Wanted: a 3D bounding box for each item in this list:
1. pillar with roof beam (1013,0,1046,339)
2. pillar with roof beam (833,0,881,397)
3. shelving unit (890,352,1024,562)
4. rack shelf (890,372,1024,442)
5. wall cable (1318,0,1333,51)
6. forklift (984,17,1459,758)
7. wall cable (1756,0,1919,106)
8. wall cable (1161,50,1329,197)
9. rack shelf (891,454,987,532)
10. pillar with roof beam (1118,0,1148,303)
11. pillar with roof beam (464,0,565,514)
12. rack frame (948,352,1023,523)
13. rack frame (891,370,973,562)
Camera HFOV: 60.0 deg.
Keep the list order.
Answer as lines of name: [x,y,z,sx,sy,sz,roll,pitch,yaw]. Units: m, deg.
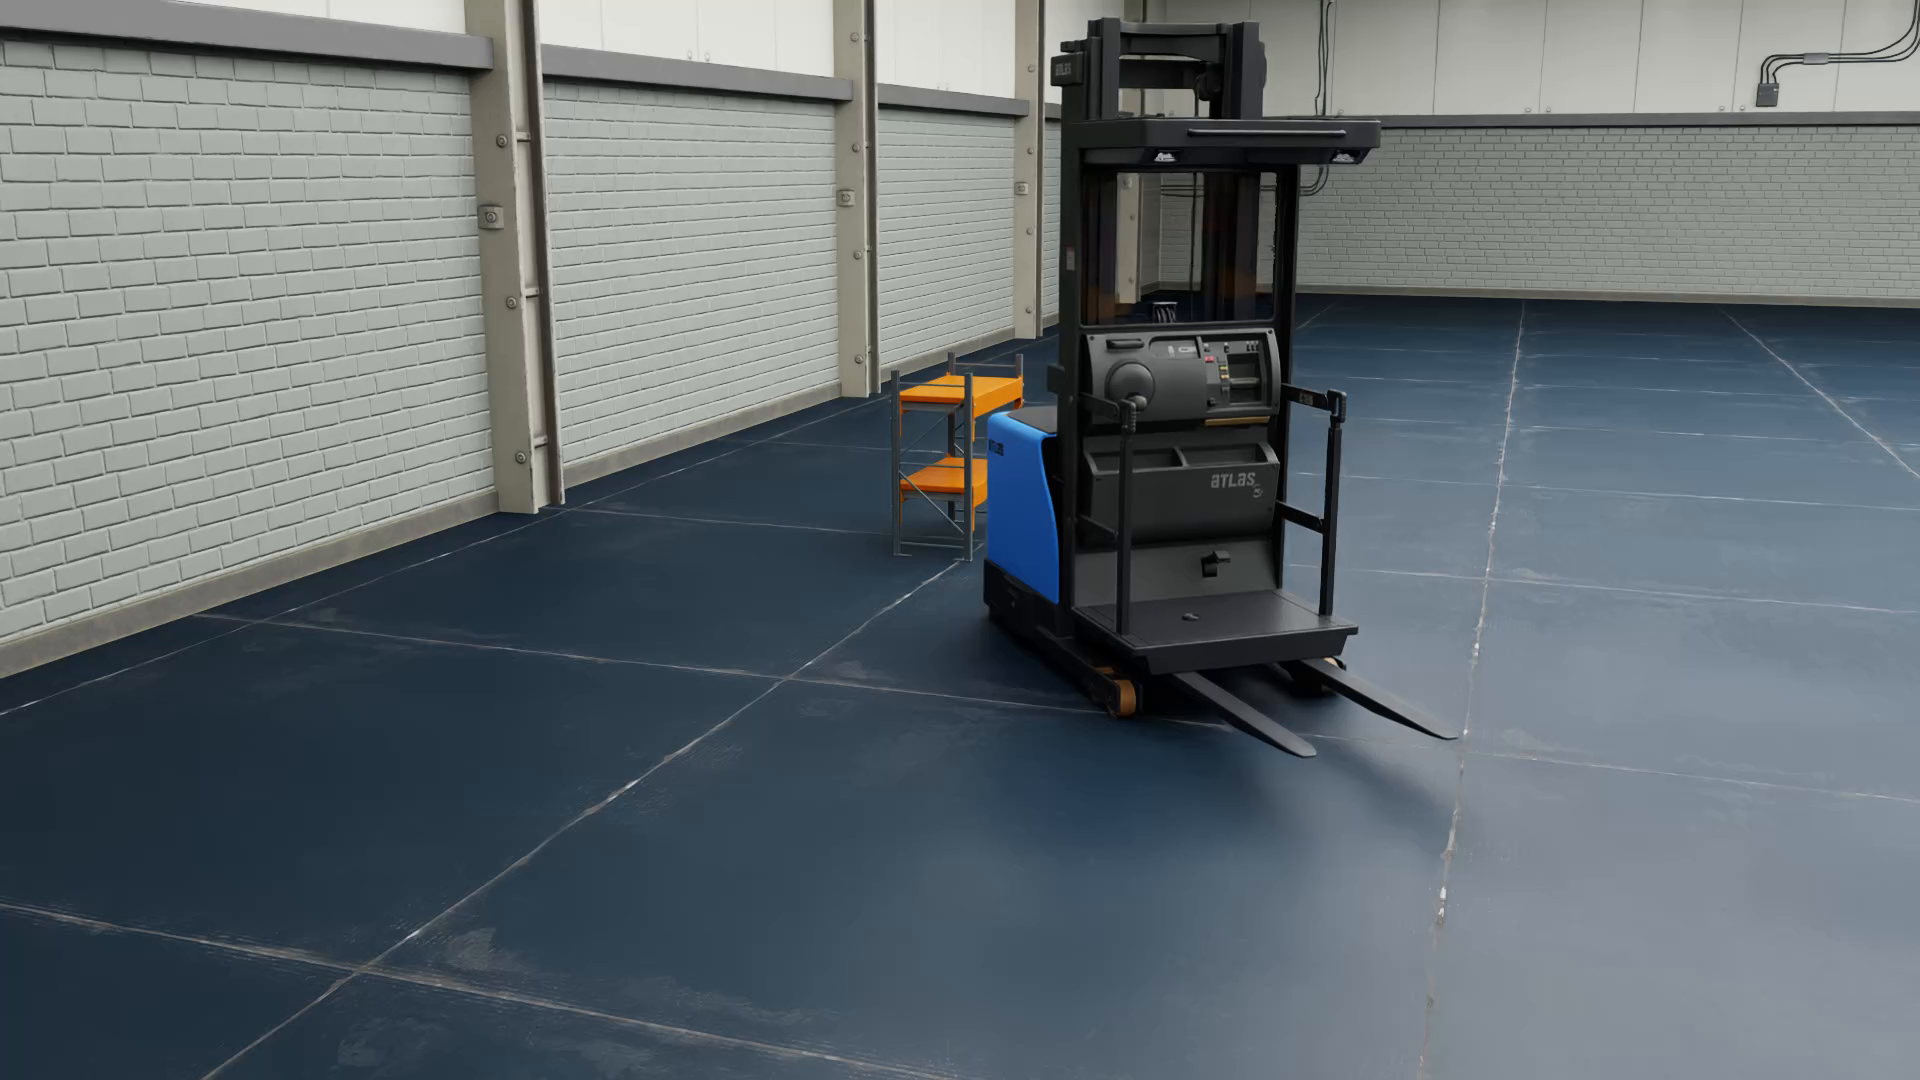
pillar with roof beam: [4.989,-6.833,20.203,9.100,9.000,0.400,4,14,18]
pillar with roof beam: [3.048,-5.570,14.668,9.100,9.000,0.400,4,14,18]
shelving unit: [-0.002,-0.547,10.357,0.538,1.125,1.048,4,14,18]
rack shelf: [-0.002,-0.832,10.291,0.538,0.278,1.000,4,14,18]
wall cable: [7.621,-9.685,28.327,3.097,2.526,0.112,4,14,18]
forklift: [1.077,-0.767,7.262,1.130,2.935,3.031,-4,14,-18]
wall cable: [14.039,-9.903,26.009,2.305,6.003,0.169,4,14,18]
wall cable: [5.062,-7.418,29.742,3.097,2.526,0.112,4,14,18]
rack shelf: [-0.002,-0.309,10.411,0.538,0.278,1.000,4,14,18]
pillar with roof beam: [6.931,-8.097,25.738,9.100,9.000,0.400,4,14,18]
pillar with roof beam: [1.107,-4.307,9.133,9.100,9.000,0.400,4,14,18]
rack frame: [0.162,-0.654,10.825,0.500,1.125,0.032,4,14,18]
rack frame: [-0.167,-0.440,9.888,0.500,1.125,0.032,4,14,18]
